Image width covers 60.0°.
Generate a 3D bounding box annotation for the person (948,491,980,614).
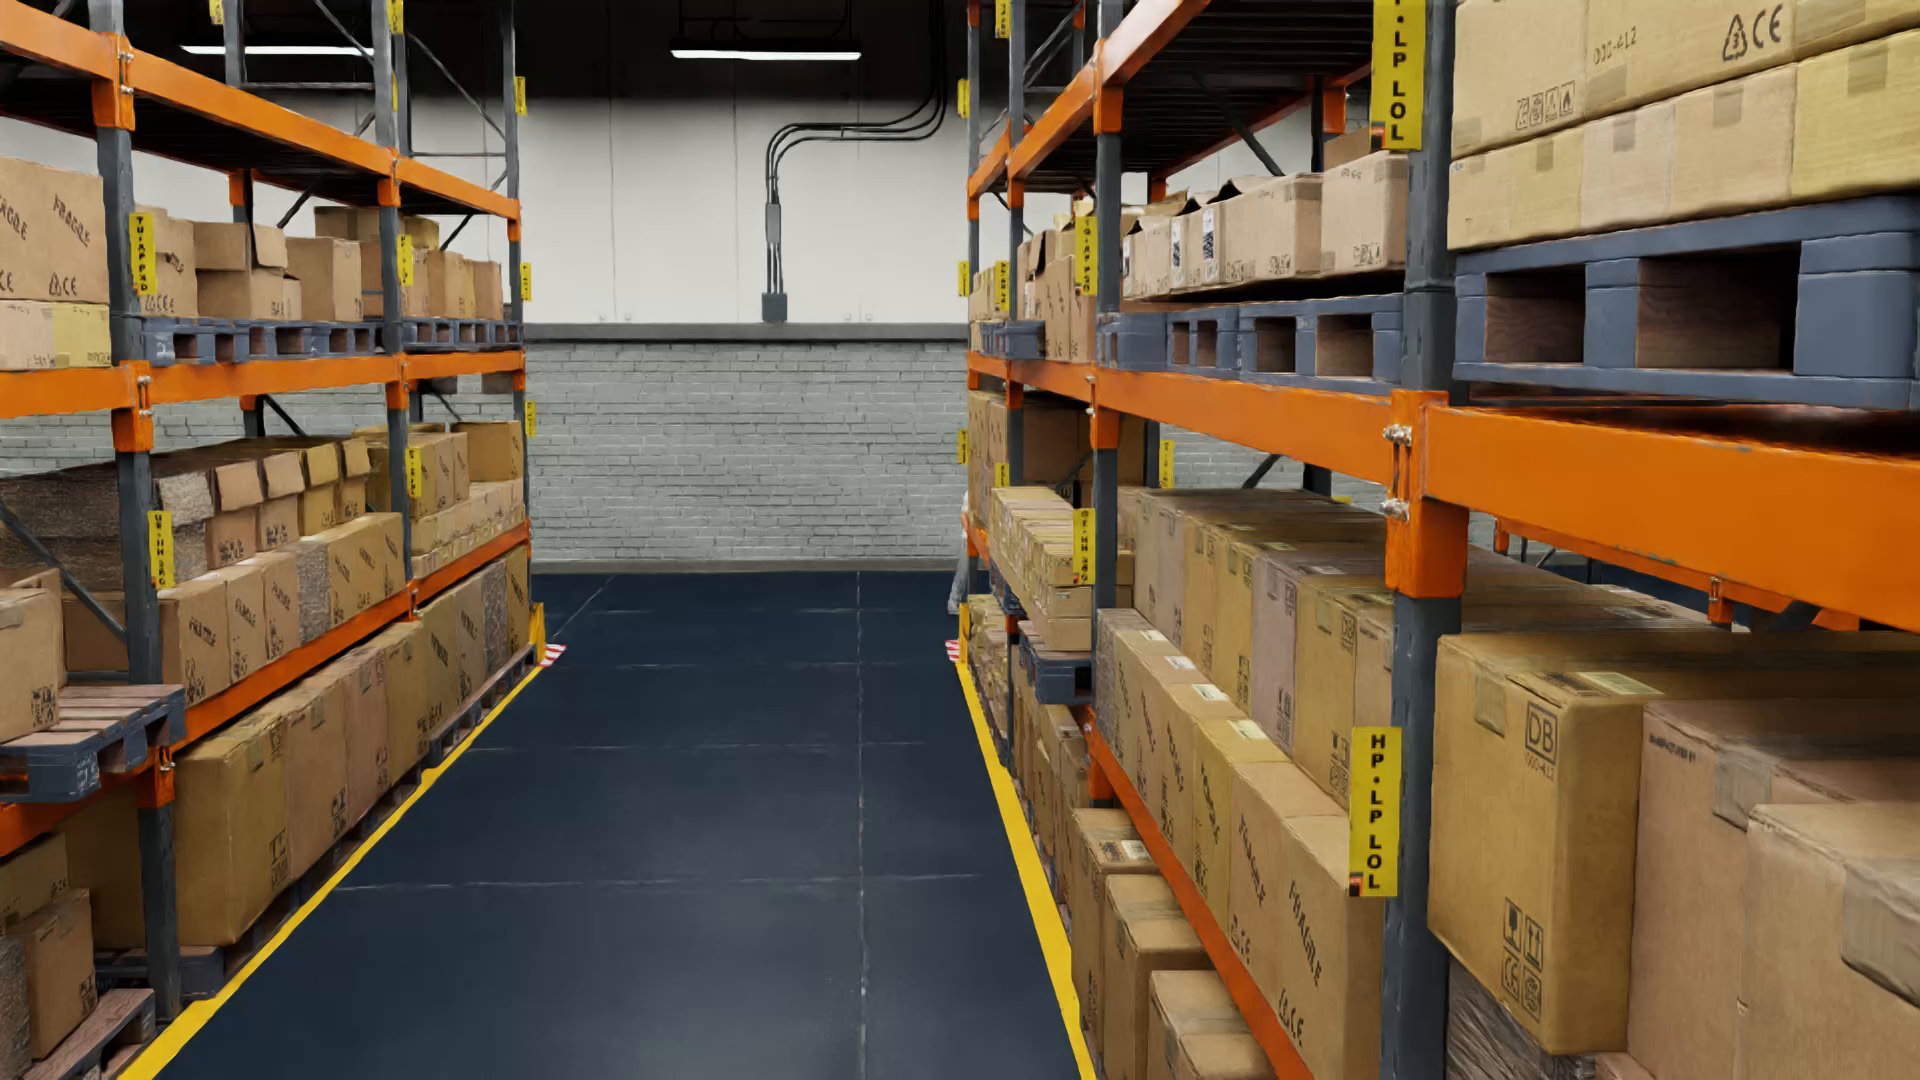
[{"bbox_3d":[0.291,0.009,17.181,0.640,1.607,0.986,-4,8,-28],"label":"person"}]
